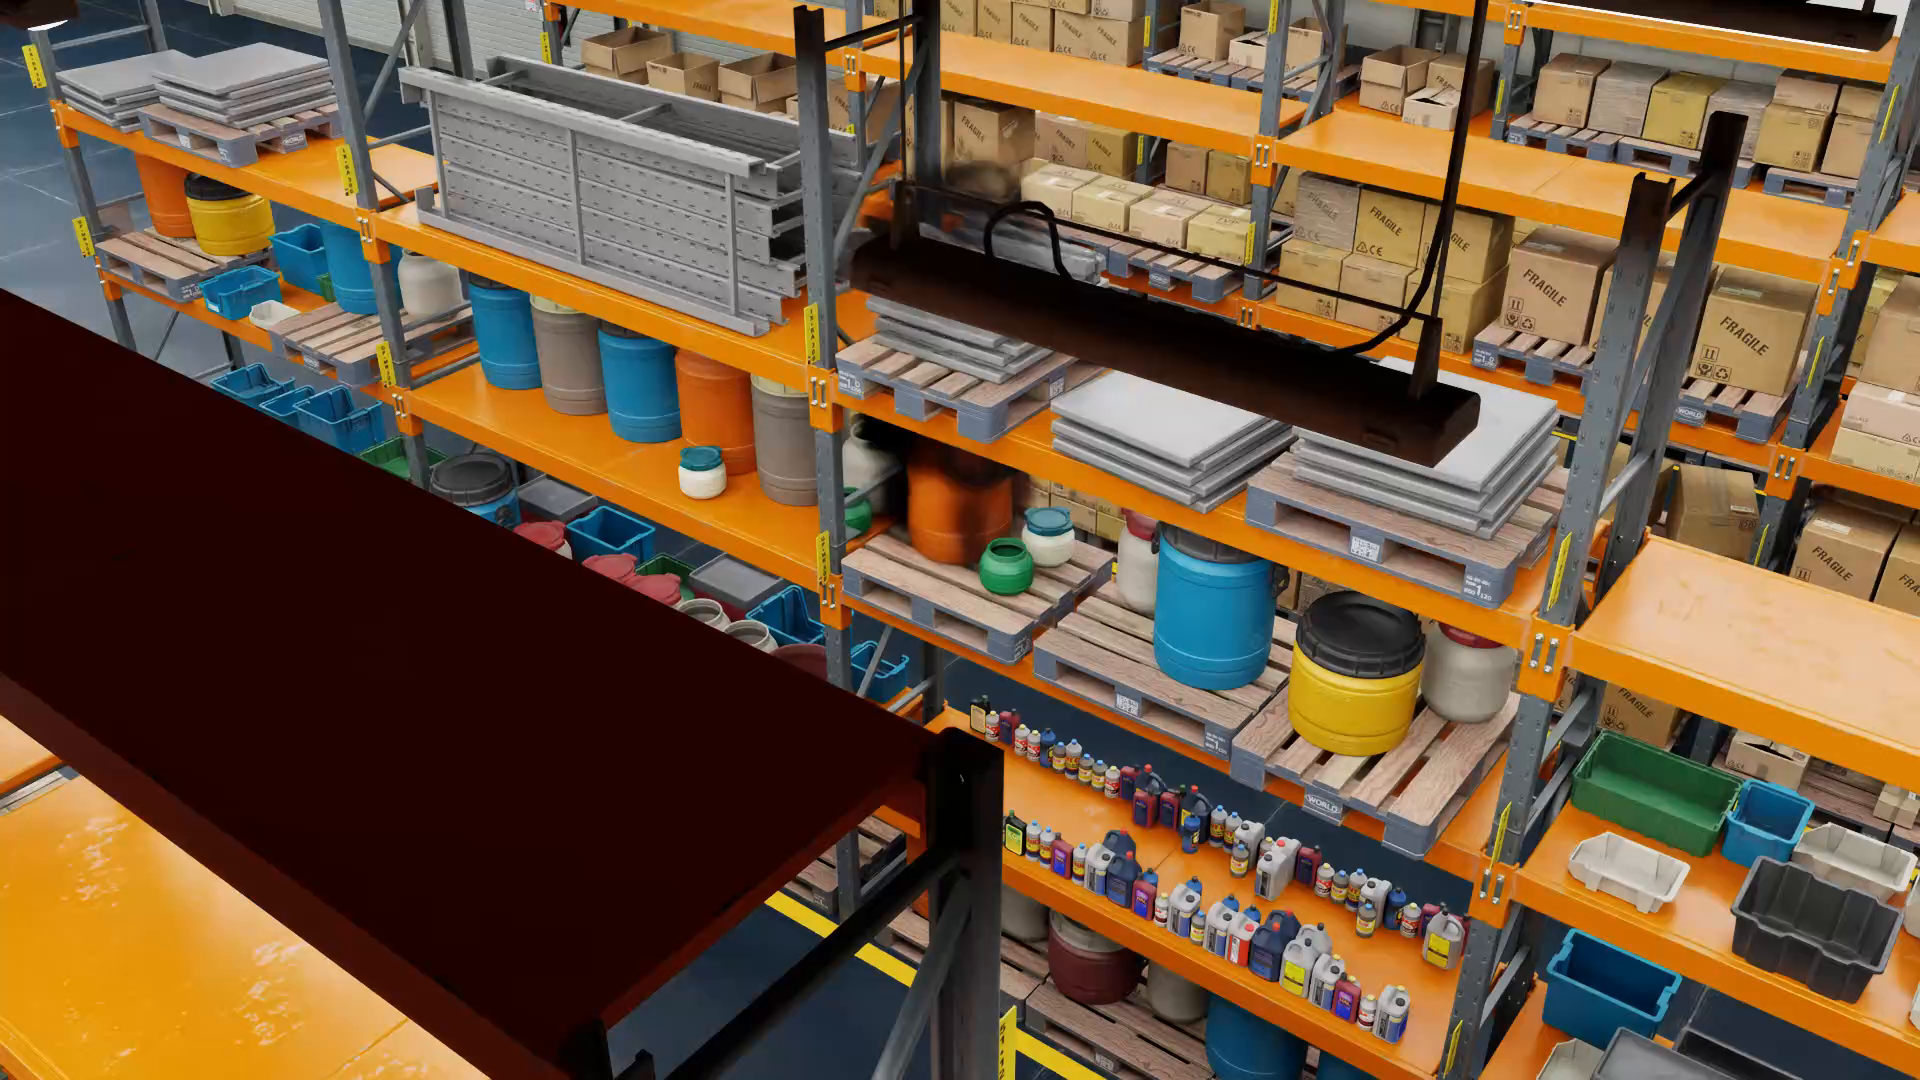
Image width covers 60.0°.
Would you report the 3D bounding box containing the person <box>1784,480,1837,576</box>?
[{"bbox_3d":[6.735,0.140,13.398,0.647,1.681,0.652,19,36,28],"label":"person"}]
